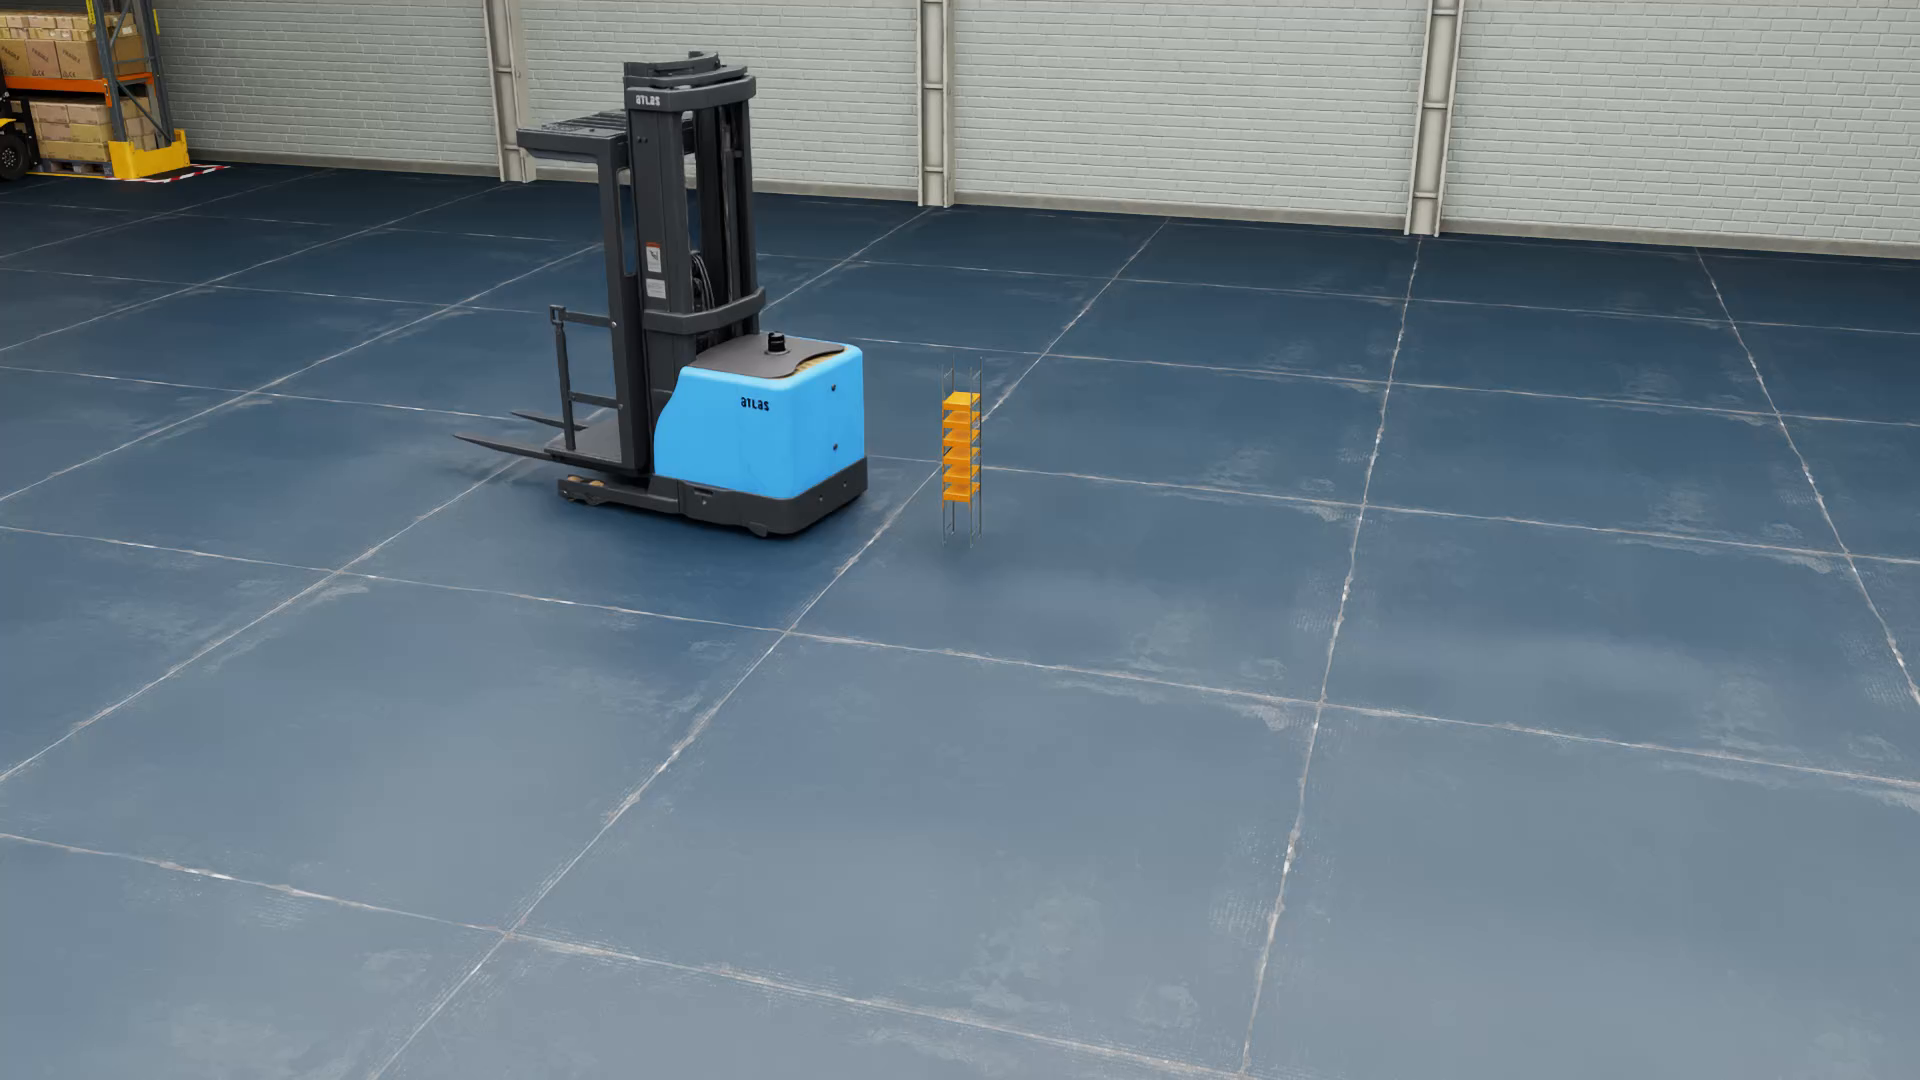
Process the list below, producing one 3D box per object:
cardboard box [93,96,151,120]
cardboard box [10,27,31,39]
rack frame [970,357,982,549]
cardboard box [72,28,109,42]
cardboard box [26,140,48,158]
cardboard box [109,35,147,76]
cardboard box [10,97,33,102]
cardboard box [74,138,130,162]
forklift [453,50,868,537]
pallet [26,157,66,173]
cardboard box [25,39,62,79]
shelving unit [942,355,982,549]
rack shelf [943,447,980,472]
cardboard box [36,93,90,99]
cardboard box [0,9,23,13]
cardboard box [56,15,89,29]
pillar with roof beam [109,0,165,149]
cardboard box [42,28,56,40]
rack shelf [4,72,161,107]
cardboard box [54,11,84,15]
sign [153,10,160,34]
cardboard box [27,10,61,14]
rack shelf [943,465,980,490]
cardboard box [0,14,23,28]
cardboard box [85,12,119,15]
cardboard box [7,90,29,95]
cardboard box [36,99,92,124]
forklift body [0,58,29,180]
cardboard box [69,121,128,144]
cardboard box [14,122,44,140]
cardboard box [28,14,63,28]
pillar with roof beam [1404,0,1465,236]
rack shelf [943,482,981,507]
[{"bbox_3d":[-11.789,-6.084,23.401,0.500,0.250,0.500,6,23,15],"label":"cardboard box"},{"bbox_3d":[-12.784,-6.971,22.826,0.250,0.149,0.380,6,23,14],"label":"cardboard box"},{"bbox_3d":[0.101,-0.543,10.514,0.006,1.200,0.240,7,23,16],"label":"rack frame"},{"bbox_3d":[-11.796,-6.860,22.555,0.250,0.149,0.380,7,23,16],"label":"cardboard box"},{"bbox_3d":[-12.874,-5.552,23.423,0.500,0.250,0.500,7,23,16],"label":"cardboard box"},{"bbox_3d":[-11.778,-6.779,23.212,0.500,0.500,0.500,7,23,17],"label":"cardboard box"},{"bbox_3d":[-13.374,-6.063,23.351,0.500,0.250,0.500,6,23,14],"label":"cardboard box"},{"bbox_3d":[-11.925,-5.436,23.140,0.500,0.250,0.500,7,23,16],"label":"cardboard box"},{"bbox_3d":[-2.182,-1.755,11.187,3.031,2.935,1.130,11,25,25],"label":"forklift"},{"bbox_3d":[-13.292,-5.490,23.877,1.213,0.211,1.003,7,23,15],"label":"pallet"},{"bbox_3d":[-12.425,-6.642,22.879,0.500,0.500,0.500,7,23,17],"label":"cardboard box"},{"bbox_3d":[0.014,-0.554,10.538,0.189,1.200,0.258,7,23,16],"label":"shelving unit"},{"bbox_3d":[0.014,-0.512,10.555,0.180,0.103,0.258,7,23,16],"label":"rack shelf"},{"bbox_3d":[-12.744,-6.196,23.674,0.500,0.250,0.500,6,23,15],"label":"cardboard box"},{"bbox_3d":[-13.370,-7.383,23.439,0.250,0.149,0.380,7,23,17],"label":"cardboard box"},{"bbox_3d":[-12.033,-7.040,22.601,0.250,0.149,0.380,7,23,16],"label":"cardboard box"},{"bbox_3d":[-13.033,-8.193,18.885,0.400,9.000,9.100,7,23,16],"label":"pillar with roof beam"},{"bbox_3d":[-12.280,-6.928,22.720,0.250,0.149,0.380,7,23,17],"label":"cardboard box"},{"bbox_3d":[-13.298,-6.464,23.523,4.000,0.370,1.077,7,23,16],"label":"rack shelf"},{"bbox_3d":[-12.374,-7.273,23.170,0.250,0.149,0.380,7,23,16],"label":"cardboard box"},{"bbox_3d":[-11.218,-7.216,23.163,0.005,0.325,0.100,7,23,16],"label":"sign"},{"bbox_3d":[-12.856,-7.357,23.376,0.250,0.149,0.380,6,23,14],"label":"cardboard box"},{"bbox_3d":[0.014,-0.401,10.601,0.180,0.103,0.258,7,23,16],"label":"rack shelf"},{"bbox_3d":[-13.038,-7.128,22.815,0.250,0.149,0.380,7,23,17],"label":"cardboard box"},{"bbox_3d":[-11.880,-7.228,23.059,0.250,0.149,0.380,7,23,17],"label":"cardboard box"},{"bbox_3d":[-13.716,-6.307,23.944,0.500,0.250,0.500,7,23,16],"label":"cardboard box"},{"bbox_3d":[-12.405,-5.953,23.083,0.500,0.250,0.500,7,23,16],"label":"cardboard box"},{"bbox_3d":[-13.726,-5.730,21.904,1.214,2.155,2.313,7,23,16],"label":"forklift body"},{"bbox_3d":[-11.940,-5.671,23.053,0.500,0.250,0.500,6,23,15],"label":"cardboard box"},{"bbox_3d":[-12.917,-5.778,23.316,0.500,0.250,0.500,6,23,14],"label":"cardboard box"},{"bbox_3d":[-12.508,-7.113,22.780,0.250,0.149,0.380,7,23,16],"label":"cardboard box"},{"bbox_3d":[4.199,-6.219,14.075,0.400,9.000,9.100,7,23,16],"label":"pillar with roof beam"},{"bbox_3d":[0.014,-0.290,10.646,0.180,0.103,0.258,7,23,16],"label":"rack shelf"}]
